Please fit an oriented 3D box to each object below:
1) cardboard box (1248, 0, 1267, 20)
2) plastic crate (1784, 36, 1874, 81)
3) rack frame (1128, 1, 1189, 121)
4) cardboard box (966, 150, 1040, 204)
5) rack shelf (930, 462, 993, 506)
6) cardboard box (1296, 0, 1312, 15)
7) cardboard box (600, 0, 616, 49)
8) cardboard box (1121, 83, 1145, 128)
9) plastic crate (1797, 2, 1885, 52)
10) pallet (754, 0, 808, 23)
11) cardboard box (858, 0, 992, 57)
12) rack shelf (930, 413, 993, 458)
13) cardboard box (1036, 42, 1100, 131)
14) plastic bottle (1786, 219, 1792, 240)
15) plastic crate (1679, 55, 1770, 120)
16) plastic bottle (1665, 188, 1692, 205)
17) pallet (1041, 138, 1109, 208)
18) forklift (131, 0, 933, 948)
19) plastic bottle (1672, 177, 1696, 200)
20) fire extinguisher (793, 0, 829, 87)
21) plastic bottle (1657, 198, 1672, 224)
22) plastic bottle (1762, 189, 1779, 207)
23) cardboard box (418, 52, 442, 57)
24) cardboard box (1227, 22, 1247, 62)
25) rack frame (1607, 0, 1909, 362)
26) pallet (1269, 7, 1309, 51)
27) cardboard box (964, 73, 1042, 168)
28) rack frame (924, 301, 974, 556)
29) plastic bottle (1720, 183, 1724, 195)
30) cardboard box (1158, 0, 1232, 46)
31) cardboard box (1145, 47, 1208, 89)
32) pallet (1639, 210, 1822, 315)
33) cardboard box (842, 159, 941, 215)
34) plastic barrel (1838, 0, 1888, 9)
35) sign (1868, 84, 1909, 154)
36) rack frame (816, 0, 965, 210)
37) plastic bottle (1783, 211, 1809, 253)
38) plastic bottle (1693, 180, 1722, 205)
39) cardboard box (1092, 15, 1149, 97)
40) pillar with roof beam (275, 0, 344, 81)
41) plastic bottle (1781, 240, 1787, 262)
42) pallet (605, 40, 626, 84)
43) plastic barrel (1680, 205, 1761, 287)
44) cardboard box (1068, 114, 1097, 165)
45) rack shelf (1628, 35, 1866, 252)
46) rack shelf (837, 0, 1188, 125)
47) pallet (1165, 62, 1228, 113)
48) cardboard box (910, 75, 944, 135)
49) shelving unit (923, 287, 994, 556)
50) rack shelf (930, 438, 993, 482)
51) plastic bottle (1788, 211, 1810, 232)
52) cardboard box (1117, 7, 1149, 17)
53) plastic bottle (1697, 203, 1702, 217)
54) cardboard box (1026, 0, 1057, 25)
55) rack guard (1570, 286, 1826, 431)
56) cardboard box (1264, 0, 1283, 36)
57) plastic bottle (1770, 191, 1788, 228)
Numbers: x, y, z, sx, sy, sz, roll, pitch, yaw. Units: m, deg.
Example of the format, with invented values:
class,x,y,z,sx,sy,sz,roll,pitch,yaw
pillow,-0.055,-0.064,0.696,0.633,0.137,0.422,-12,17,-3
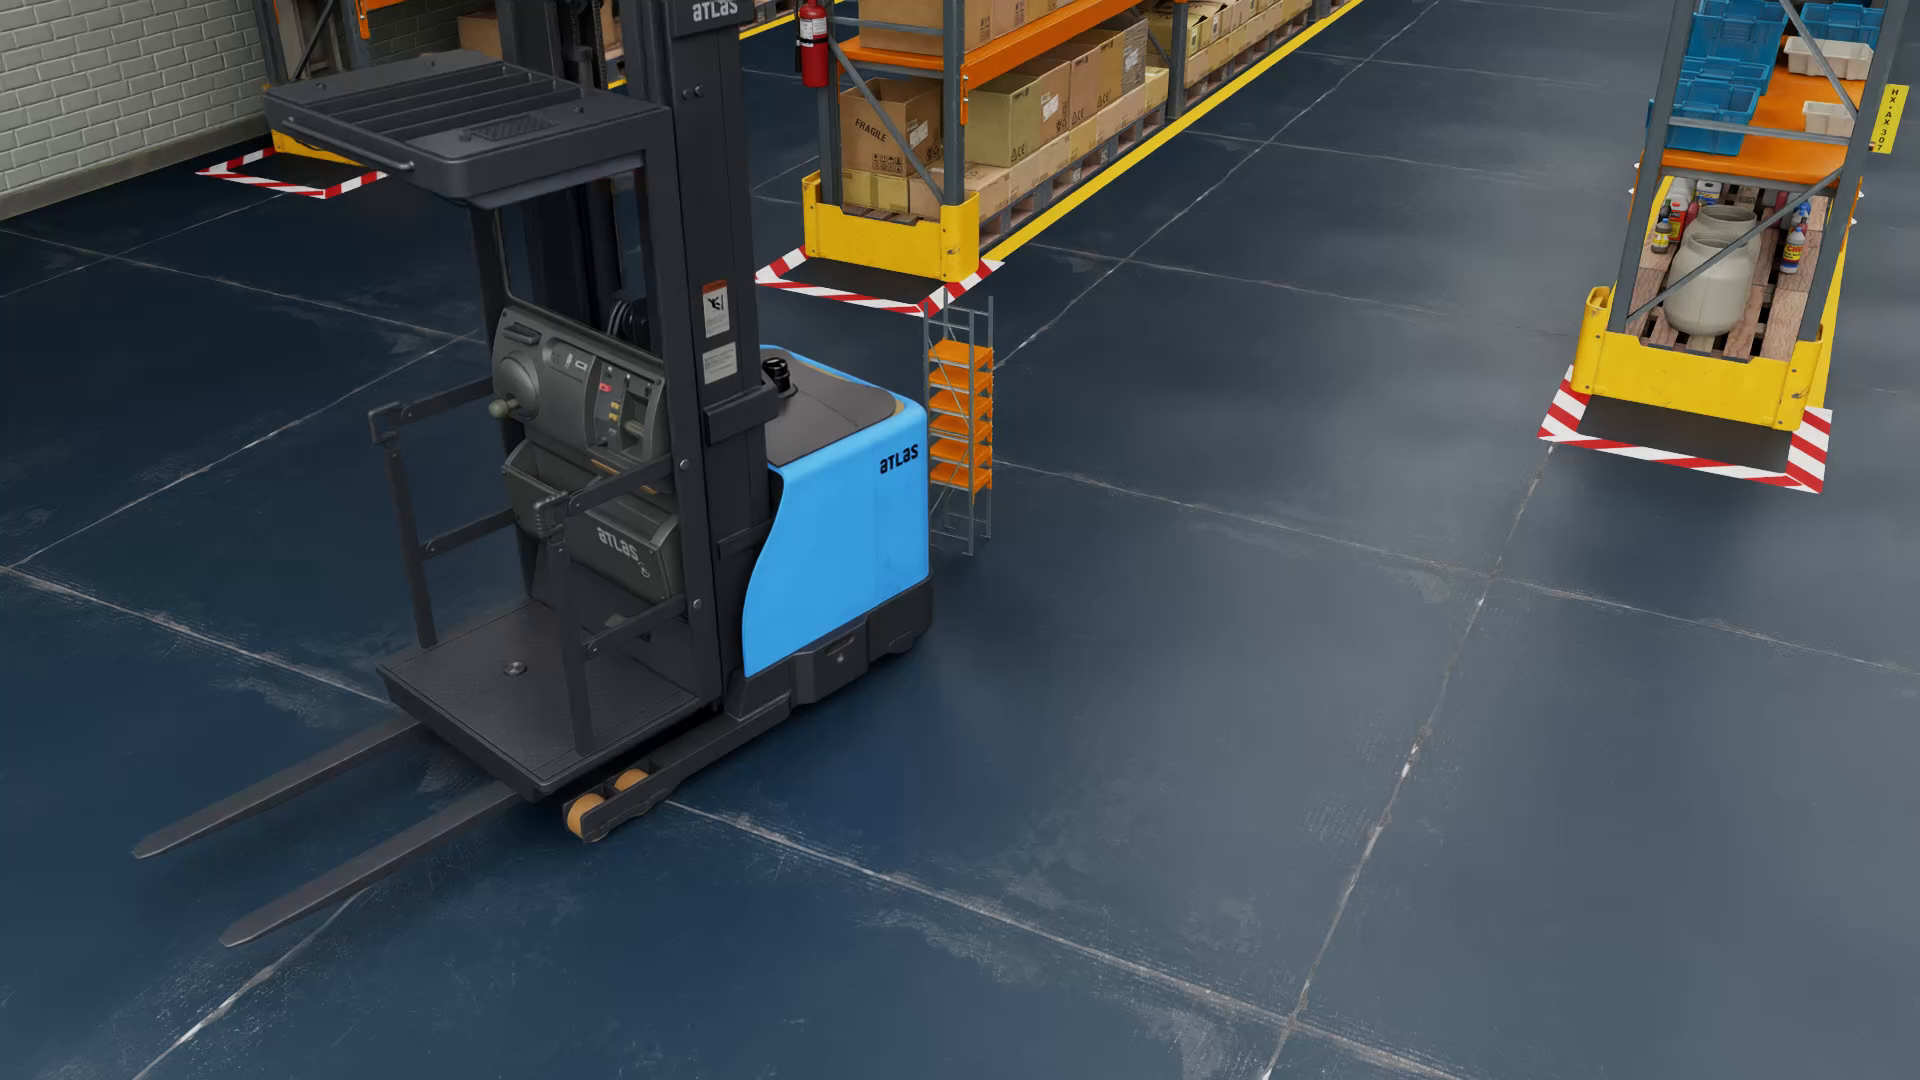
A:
class,x,y,z,sx,sy,sz,roll,pitch,yaw
cardboard box,2.488,-4.967,15.163,0.500,0.311,0.500,15,33,25
plastic crate,5.273,-2.908,10.067,0.530,0.136,0.437,14,33,23
rack frame,1.379,-4.925,13.315,1.000,3.000,0.127,14,33,23
cardboard box,0.224,-2.551,11.520,0.500,0.250,0.500,14,33,23
rack shelf,-0.007,-0.267,7.582,0.258,0.103,0.180,14,33,23
cardboard box,3.179,-5.400,16.480,0.500,0.250,0.500,15,33,24
cardboard box,-3.469,-4.685,14.965,0.500,0.500,0.500,12,32,20
cardboard box,1.126,-3.440,13.068,0.500,0.250,0.500,14,33,23
plastic crate,5.525,-3.183,10.430,0.499,0.251,0.616,14,33,23
pallet,-2.124,-5.726,17.510,1.003,0.211,1.213,14,33,23
cardboard box,-0.219,-3.399,10.557,0.700,0.500,0.500,14,33,23
rack shelf,-0.007,-0.475,7.462,0.258,0.103,0.180,14,33,23
cardboard box,0.685,-3.319,12.103,0.500,0.500,0.500,14,33,23
plastic bottle,5.315,-1.977,10.549,0.097,0.201,0.097,0,30,0
plastic crate,4.227,-2.538,9.308,0.499,0.251,0.408,14,33,23
plastic bottle,4.614,-2.117,10.718,0.152,0.276,0.135,13,32,22
pallet,0.425,-2.830,12.466,1.003,0.211,1.213,14,33,23
forklift,-1.480,-0.490,5.661,1.130,2.935,3.031,25,38,36
plastic bottle,4.770,-2.306,10.972,0.144,0.351,0.185,14,33,23
fire extinguisher,-0.910,-3.171,10.338,0.296,0.674,0.183,14,33,23
plastic bottle,4.448,-2.009,10.522,0.061,0.283,0.133,15,33,24
plastic bottle,5.520,-2.396,11.204,0.152,0.276,0.135,14,33,23
cardboard box,-4.199,-3.838,13.679,0.500,0.311,0.500,17,34,27
cardboard box,2.251,-4.494,14.903,0.500,0.250,0.500,13,32,22
rack frame,3.965,-2.027,8.267,1.000,3.000,0.127,14,33,23
pallet,2.792,-5.133,16.477,1.003,0.211,1.213,14,33,23
cardboard box,0.225,-2.876,11.333,0.500,0.500,0.500,14,33,23
rack frame,-0.048,-0.473,7.369,0.240,1.200,0.006,14,33,23
plastic bottle,5.178,-2.546,11.389,0.144,0.351,0.185,14,33,23
cardboard box,2.022,-4.506,14.360,0.500,0.311,0.500,14,33,23
cardboard box,1.784,-4.038,14.108,0.500,0.250,0.500,13,33,22
pallet,4.889,-1.759,10.602,1.003,0.211,1.213,14,33,23
cardboard box,-0.462,-2.446,11.338,0.500,0.250,0.500,14,33,23
plastic barrel,6.233,-4.120,11.409,0.600,0.901,0.708,14,33,23
sign,4.453,-2.020,7.977,0.100,0.325,0.005,14,33,23
rack frame,-0.443,-3.152,10.227,1.000,3.000,0.127,14,33,23
plastic bottle,5.224,-1.919,10.378,0.097,0.271,0.097,0,30,0
plastic bottle,4.914,-2.251,10.951,0.152,0.276,0.135,14,33,23
cardboard box,1.124,-3.766,12.882,0.500,0.500,0.500,14,33,23
pillar with roof beam,-1.473,-6.406,9.868,9.100,9.000,0.400,14,33,23
plastic bottle,5.115,-1.783,10.211,0.097,0.201,0.097,0,30,0
pallet,-3.307,-4.532,15.431,1.003,0.211,1.213,14,33,23
plastic barrel,4.425,-1.661,9.707,0.421,0.512,0.421,0,30,0
cardboard box,0.684,-2.994,12.290,0.500,0.250,0.500,14,33,23
rack shelf,4.876,-2.601,9.990,1.077,0.370,4.000,14,33,23
rack shelf,0.468,-3.727,11.950,1.077,0.370,4.000,14,33,23
pallet,1.680,-4.051,14.593,1.003,0.211,1.213,14,33,23
cardboard box,-0.021,-3.219,11.929,0.500,0.500,0.500,14,33,23
shelving unit,-0.007,-0.514,7.440,0.258,1.200,0.189,14,33,23
rack shelf,-0.007,-0.371,7.522,0.258,0.103,0.180,14,33,23
plastic bottle,5.409,-2.068,10.708,0.097,0.201,0.097,0,30,0
cardboard box,1.309,-4.403,14.181,0.500,0.311,0.500,14,33,23
plastic bottle,4.733,-2.065,10.701,0.097,0.201,0.097,0,30,0
cardboard box,0.247,-3.852,11.345,0.700,0.500,0.500,15,33,24
rack guard,3.958,-0.987,8.967,1.175,0.500,0.348,14,33,23
cardboard box,2.716,-4.948,15.694,0.500,0.250,0.500,15,33,24
plastic bottle,5.343,-2.186,10.831,0.061,0.283,0.133,14,33,23
